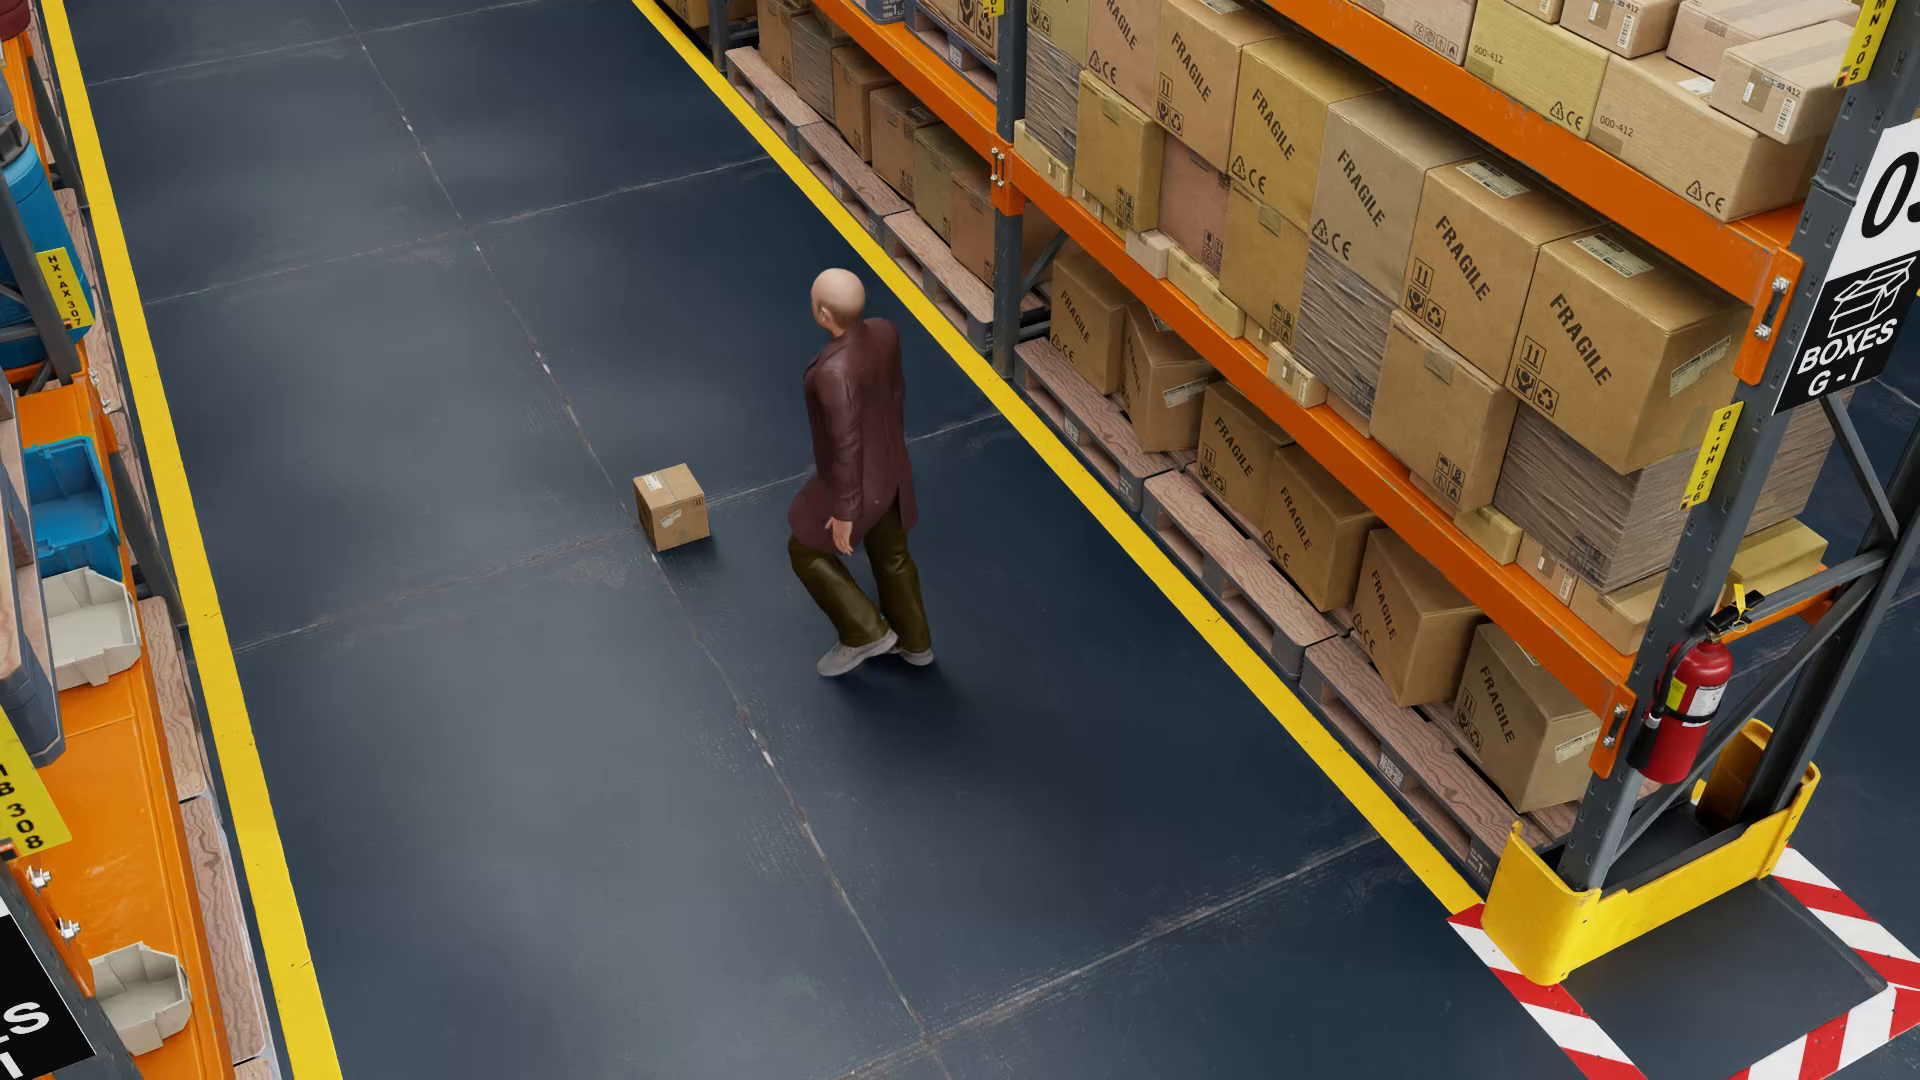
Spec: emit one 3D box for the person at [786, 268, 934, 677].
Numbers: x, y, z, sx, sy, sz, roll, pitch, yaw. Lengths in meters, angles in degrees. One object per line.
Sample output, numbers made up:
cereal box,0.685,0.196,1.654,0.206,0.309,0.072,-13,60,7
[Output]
person,-0.361,-0.230,6.412,0.551,1.761,0.637,18,44,20
